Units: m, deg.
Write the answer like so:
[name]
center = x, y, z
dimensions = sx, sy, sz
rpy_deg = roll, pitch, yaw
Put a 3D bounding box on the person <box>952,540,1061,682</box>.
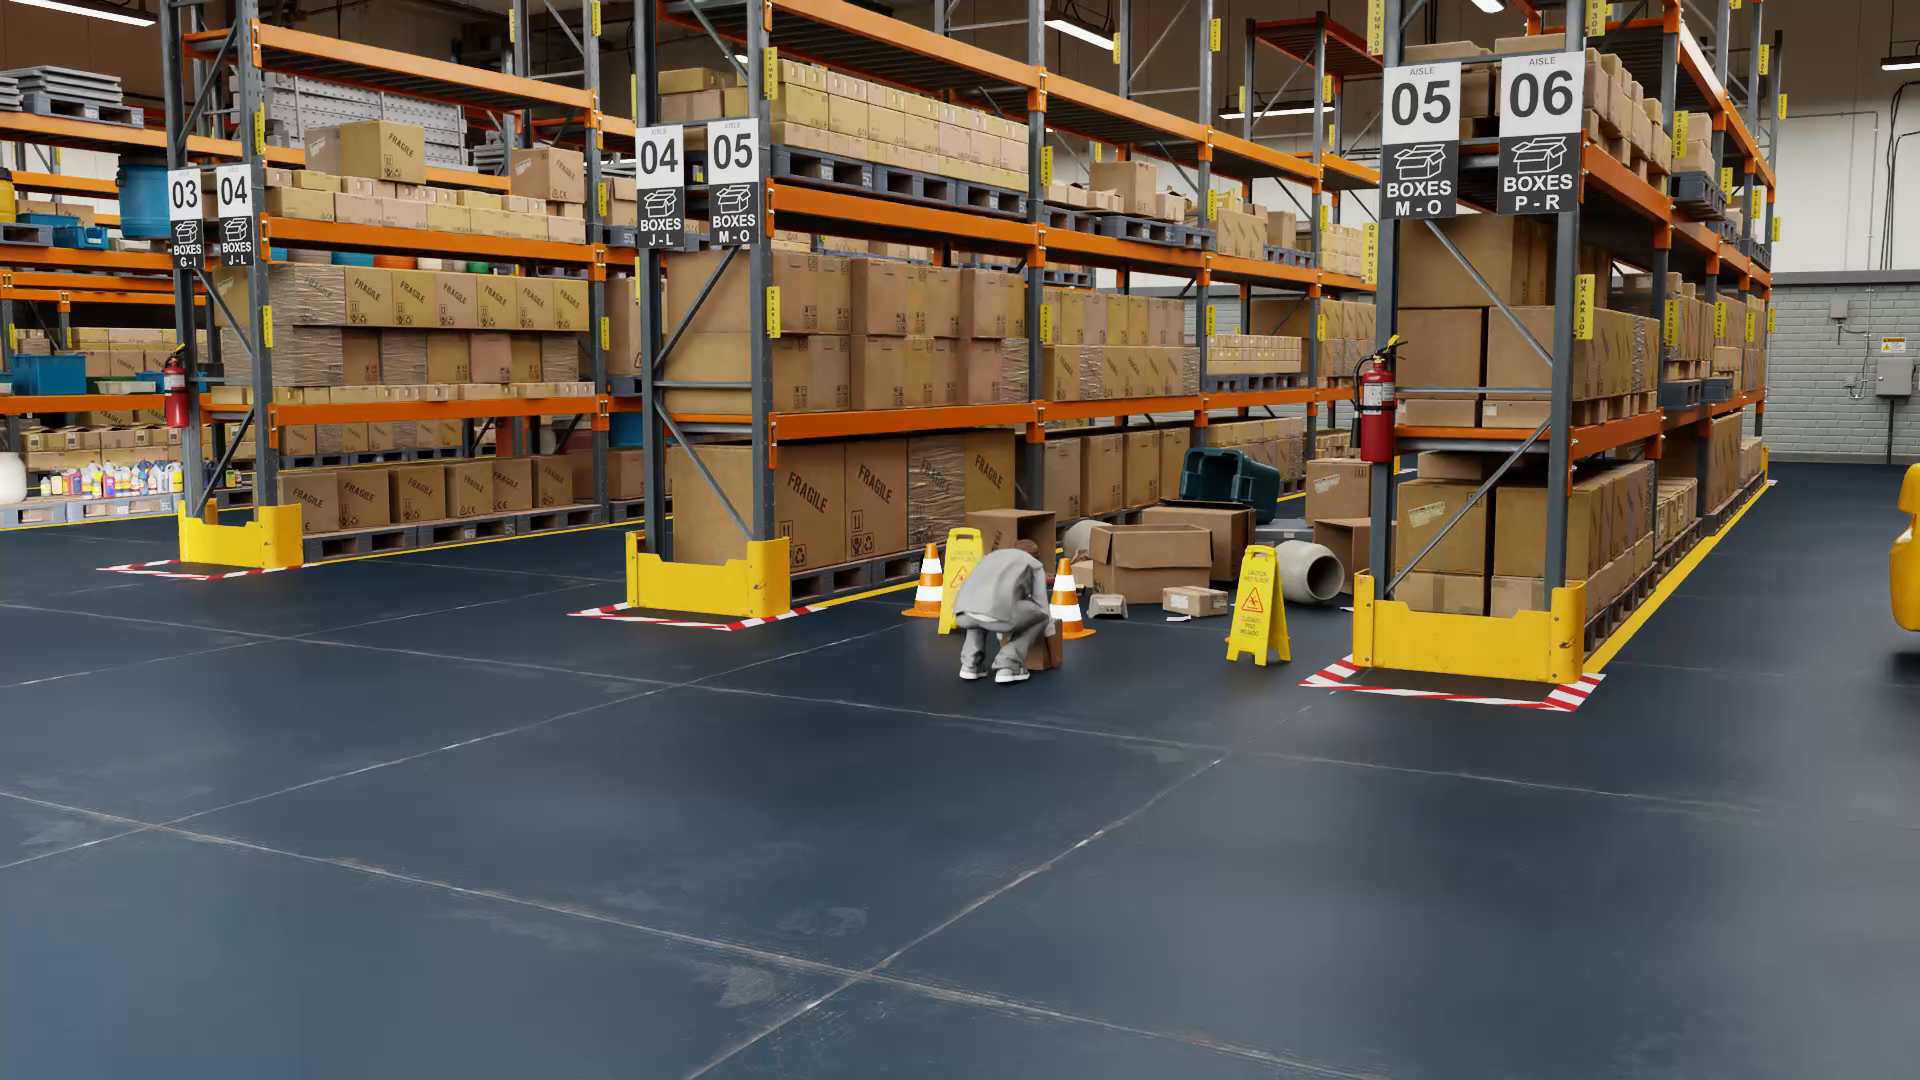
[person]
center = 0.239, 0.404, 8.816
dimensions = 0.431, 0.760, 0.839
rpy_deg = 3, 7, 28
